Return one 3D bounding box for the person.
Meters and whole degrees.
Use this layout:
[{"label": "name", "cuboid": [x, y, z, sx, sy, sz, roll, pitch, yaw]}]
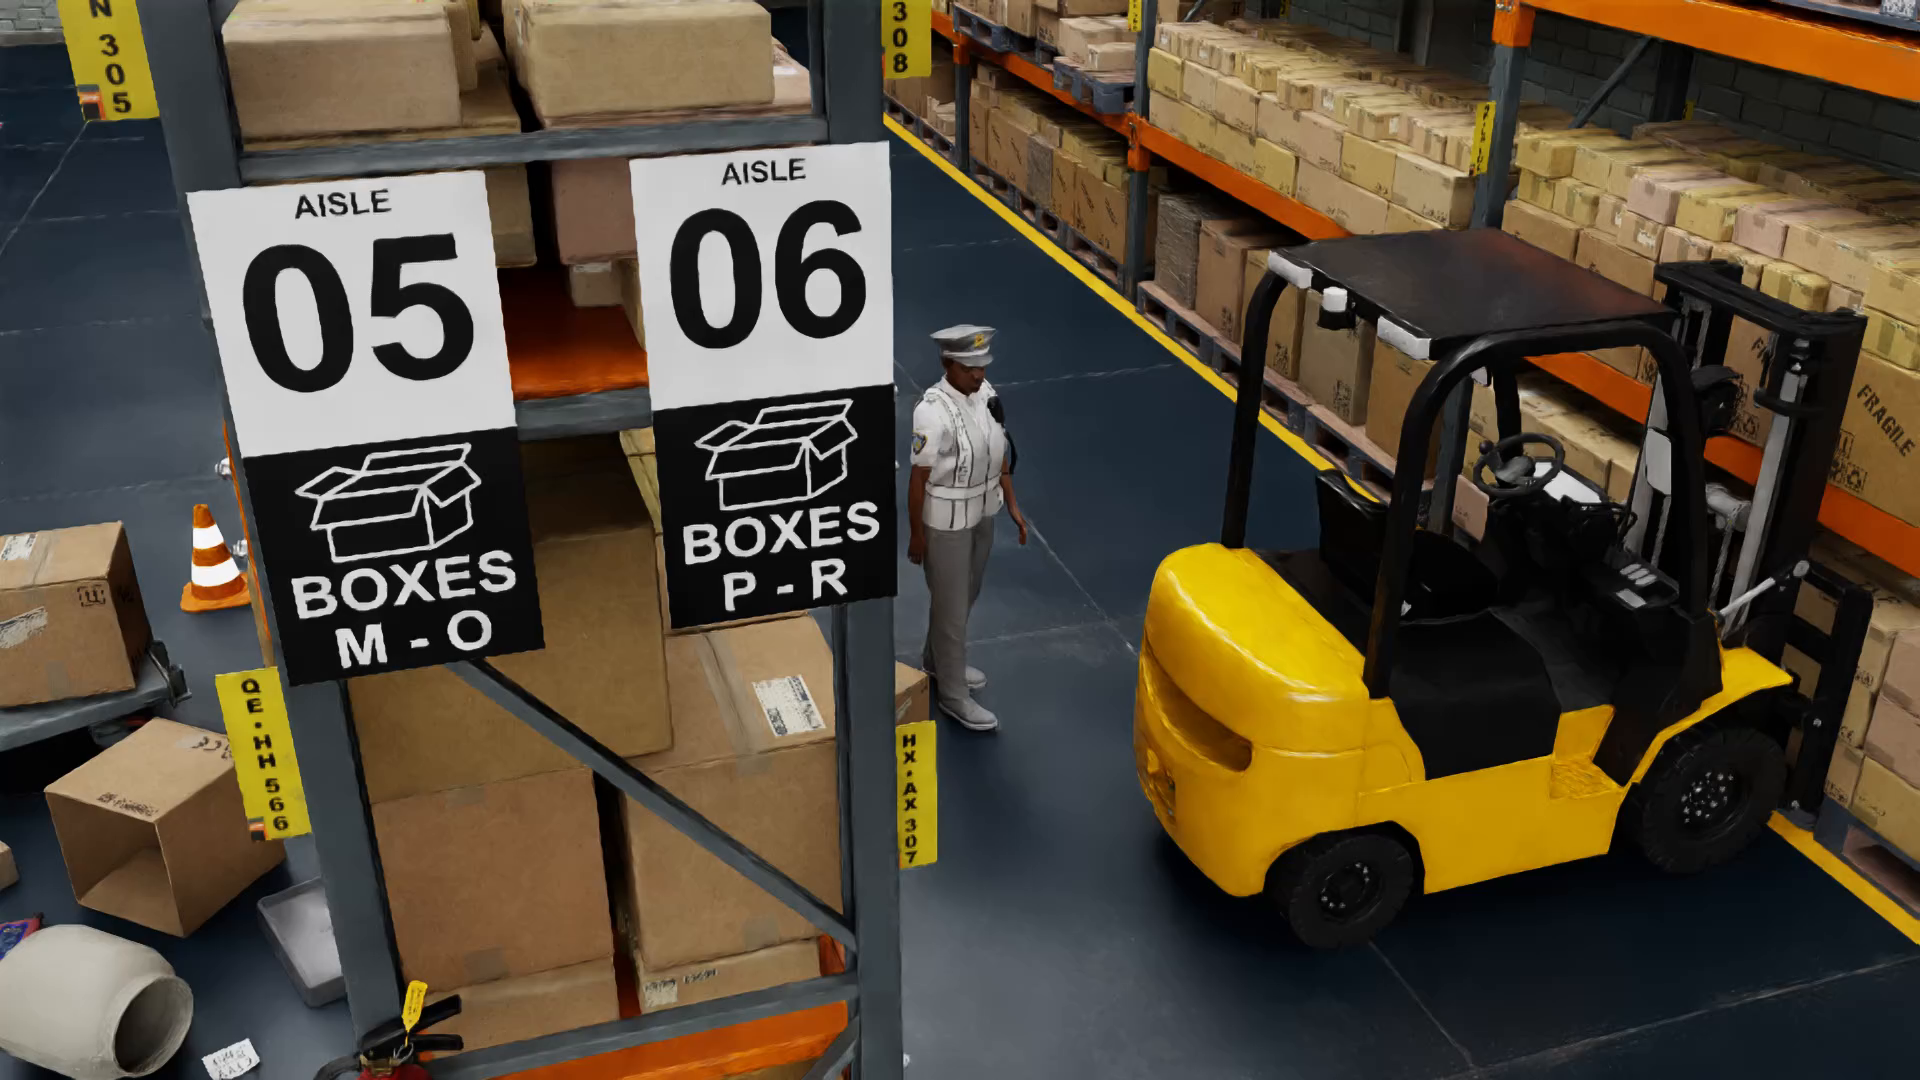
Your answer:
[{"label": "person", "cuboid": [0.024, -0.075, 6.745, 0.519, 1.681, 0.483, 18, 32, 32]}]
